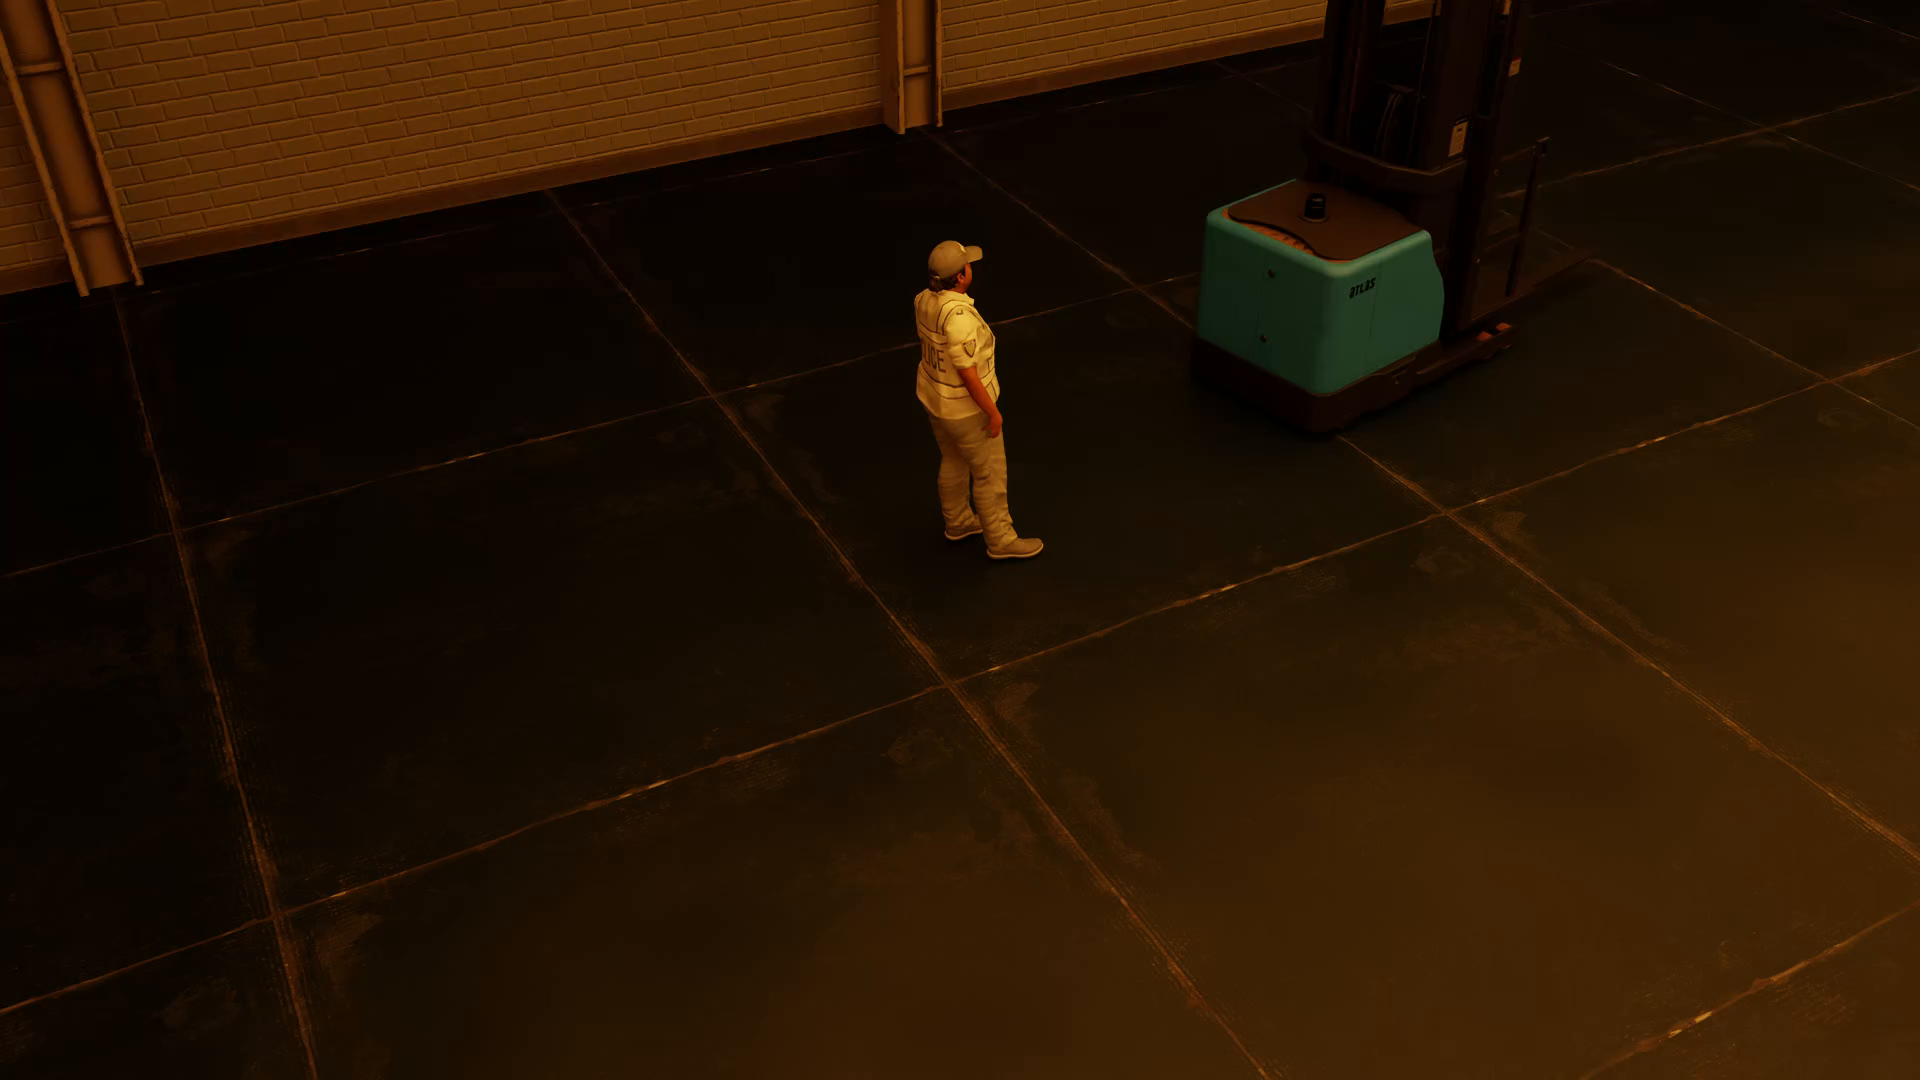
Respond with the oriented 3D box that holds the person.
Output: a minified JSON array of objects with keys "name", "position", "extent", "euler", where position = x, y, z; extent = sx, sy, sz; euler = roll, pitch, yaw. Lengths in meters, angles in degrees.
[{"name":"person","position":[0.078,-0.696,8.189],"extent":[0.529,1.670,0.598],"euler":[-17,39,-23]}]

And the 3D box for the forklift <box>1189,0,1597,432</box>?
[{"name":"forklift","position":[2.833,-2.514,9.680],"extent":[3.031,2.935,1.130],"euler":[-26,43,-32]}]
